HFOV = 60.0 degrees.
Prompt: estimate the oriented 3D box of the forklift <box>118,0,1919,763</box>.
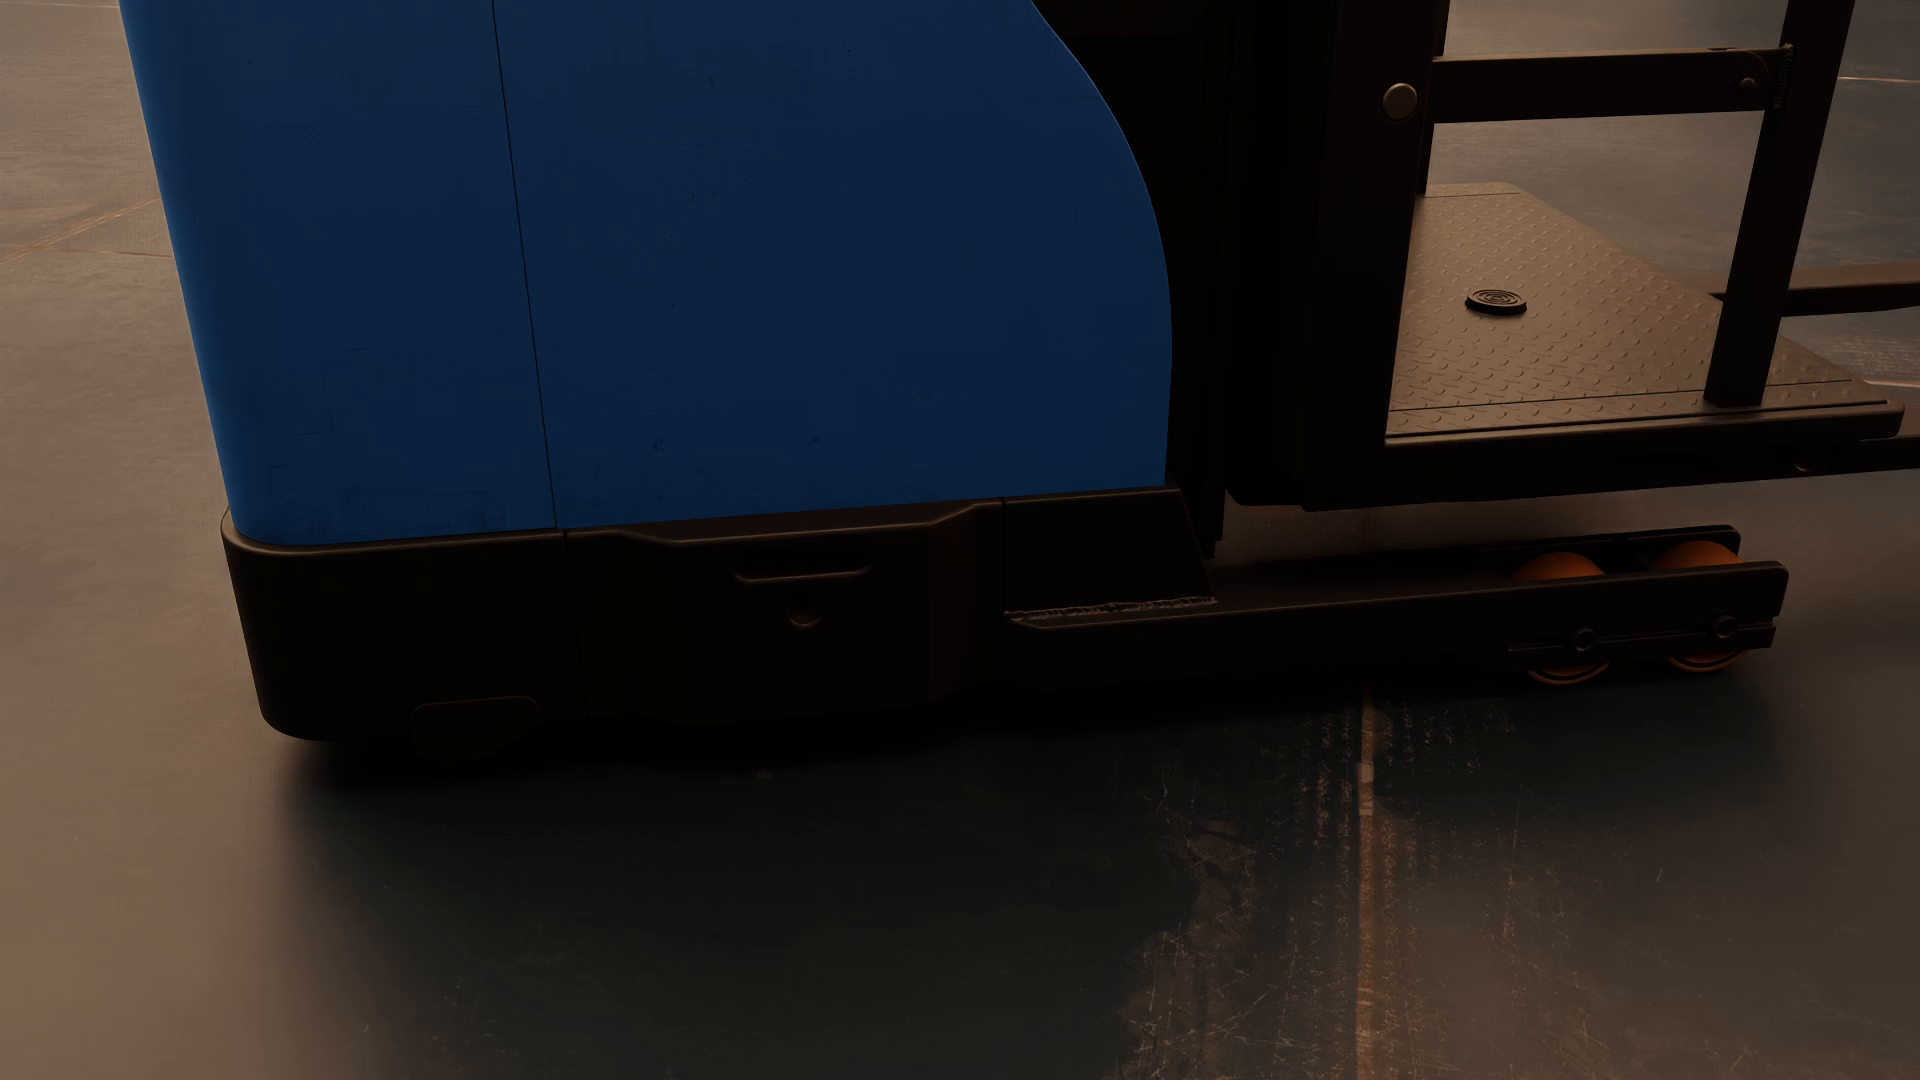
[{"bbox_3d":[0.600,-1.354,1.930,3.031,2.935,1.130,-4,27,-9],"label":"forklift"}]
